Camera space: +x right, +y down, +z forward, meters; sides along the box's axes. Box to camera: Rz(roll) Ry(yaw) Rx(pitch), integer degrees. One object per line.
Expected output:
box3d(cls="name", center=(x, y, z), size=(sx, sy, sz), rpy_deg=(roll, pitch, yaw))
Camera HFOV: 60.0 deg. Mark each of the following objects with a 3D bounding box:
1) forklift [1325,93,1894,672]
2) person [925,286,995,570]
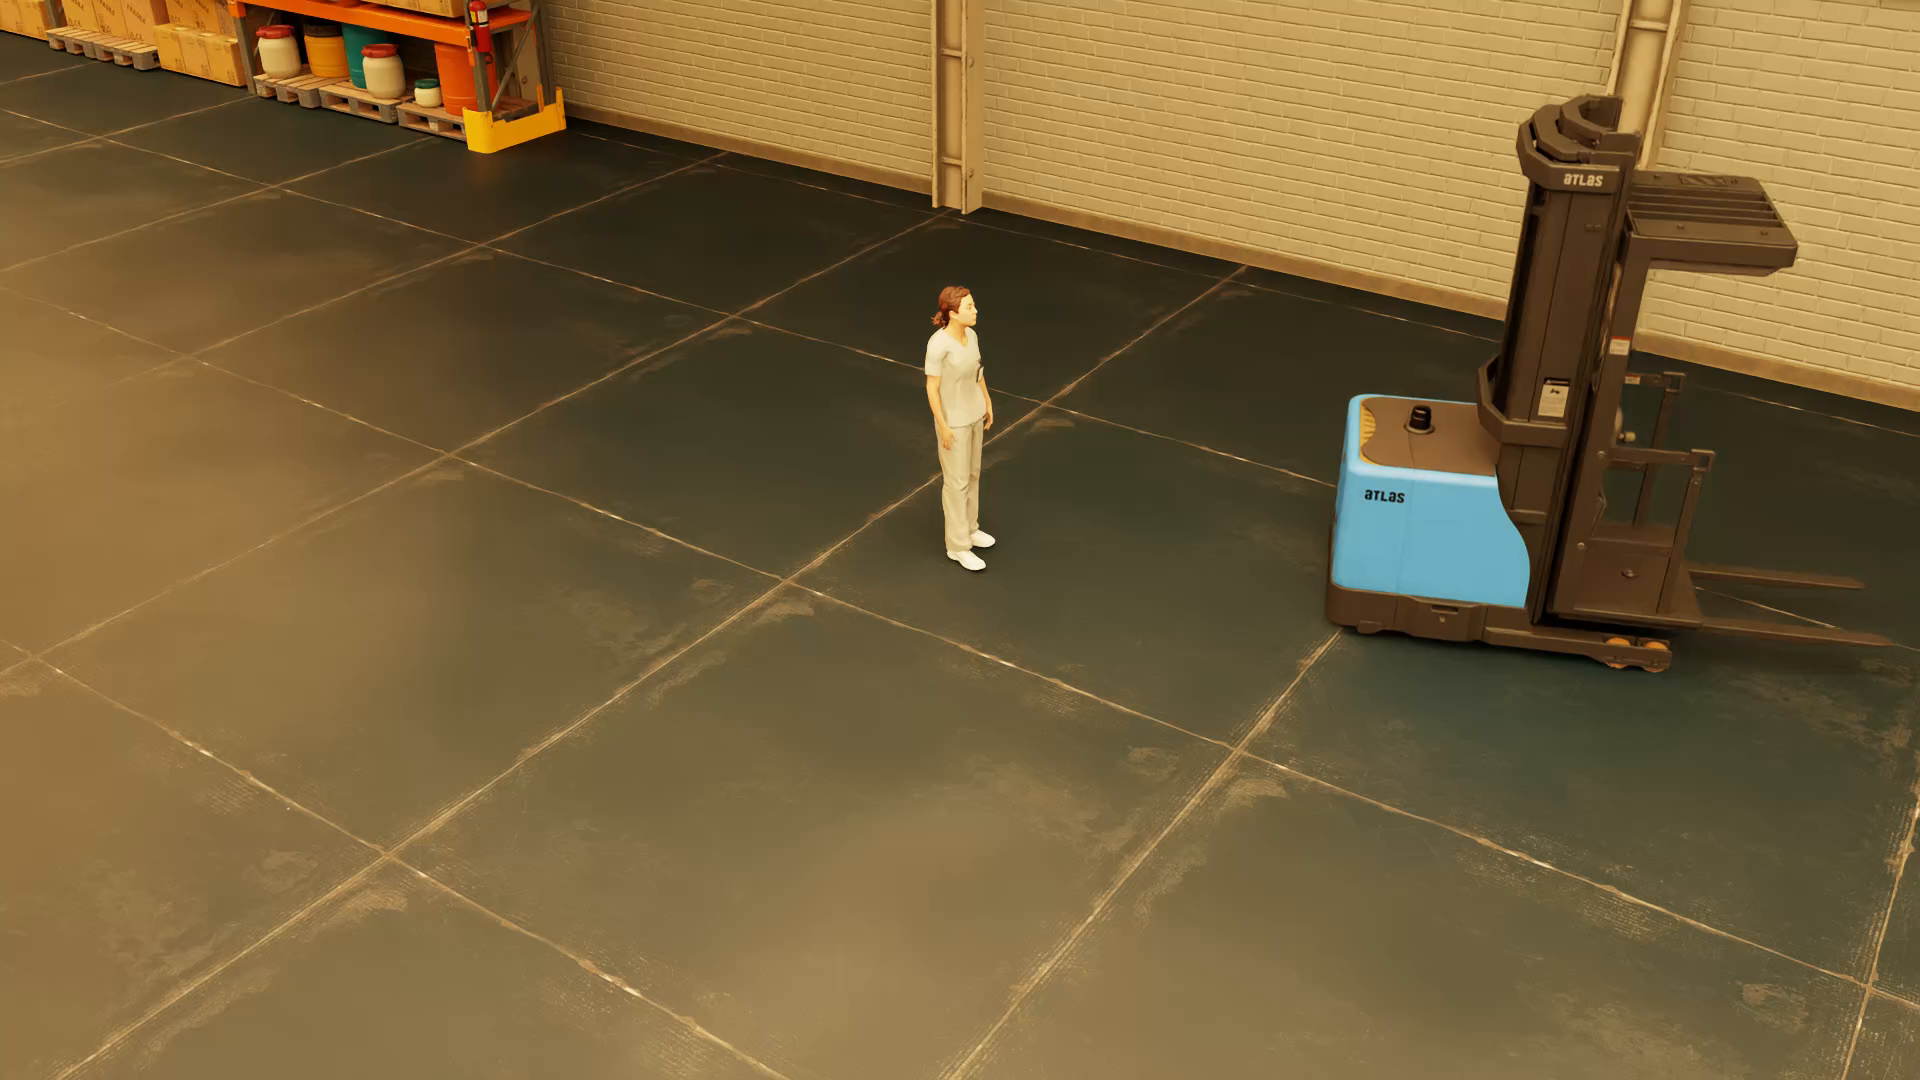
box3d(cls="forklift", center=(3.684, -0.826, 9.003), size=(3.031, 2.935, 1.130), rpy_deg=(6, 31, 11))
box3d(cls="person", center=(0.054, -0.704, 10.030), size=(0.548, 1.673, 0.549), rpy_deg=(19, 35, 29))
